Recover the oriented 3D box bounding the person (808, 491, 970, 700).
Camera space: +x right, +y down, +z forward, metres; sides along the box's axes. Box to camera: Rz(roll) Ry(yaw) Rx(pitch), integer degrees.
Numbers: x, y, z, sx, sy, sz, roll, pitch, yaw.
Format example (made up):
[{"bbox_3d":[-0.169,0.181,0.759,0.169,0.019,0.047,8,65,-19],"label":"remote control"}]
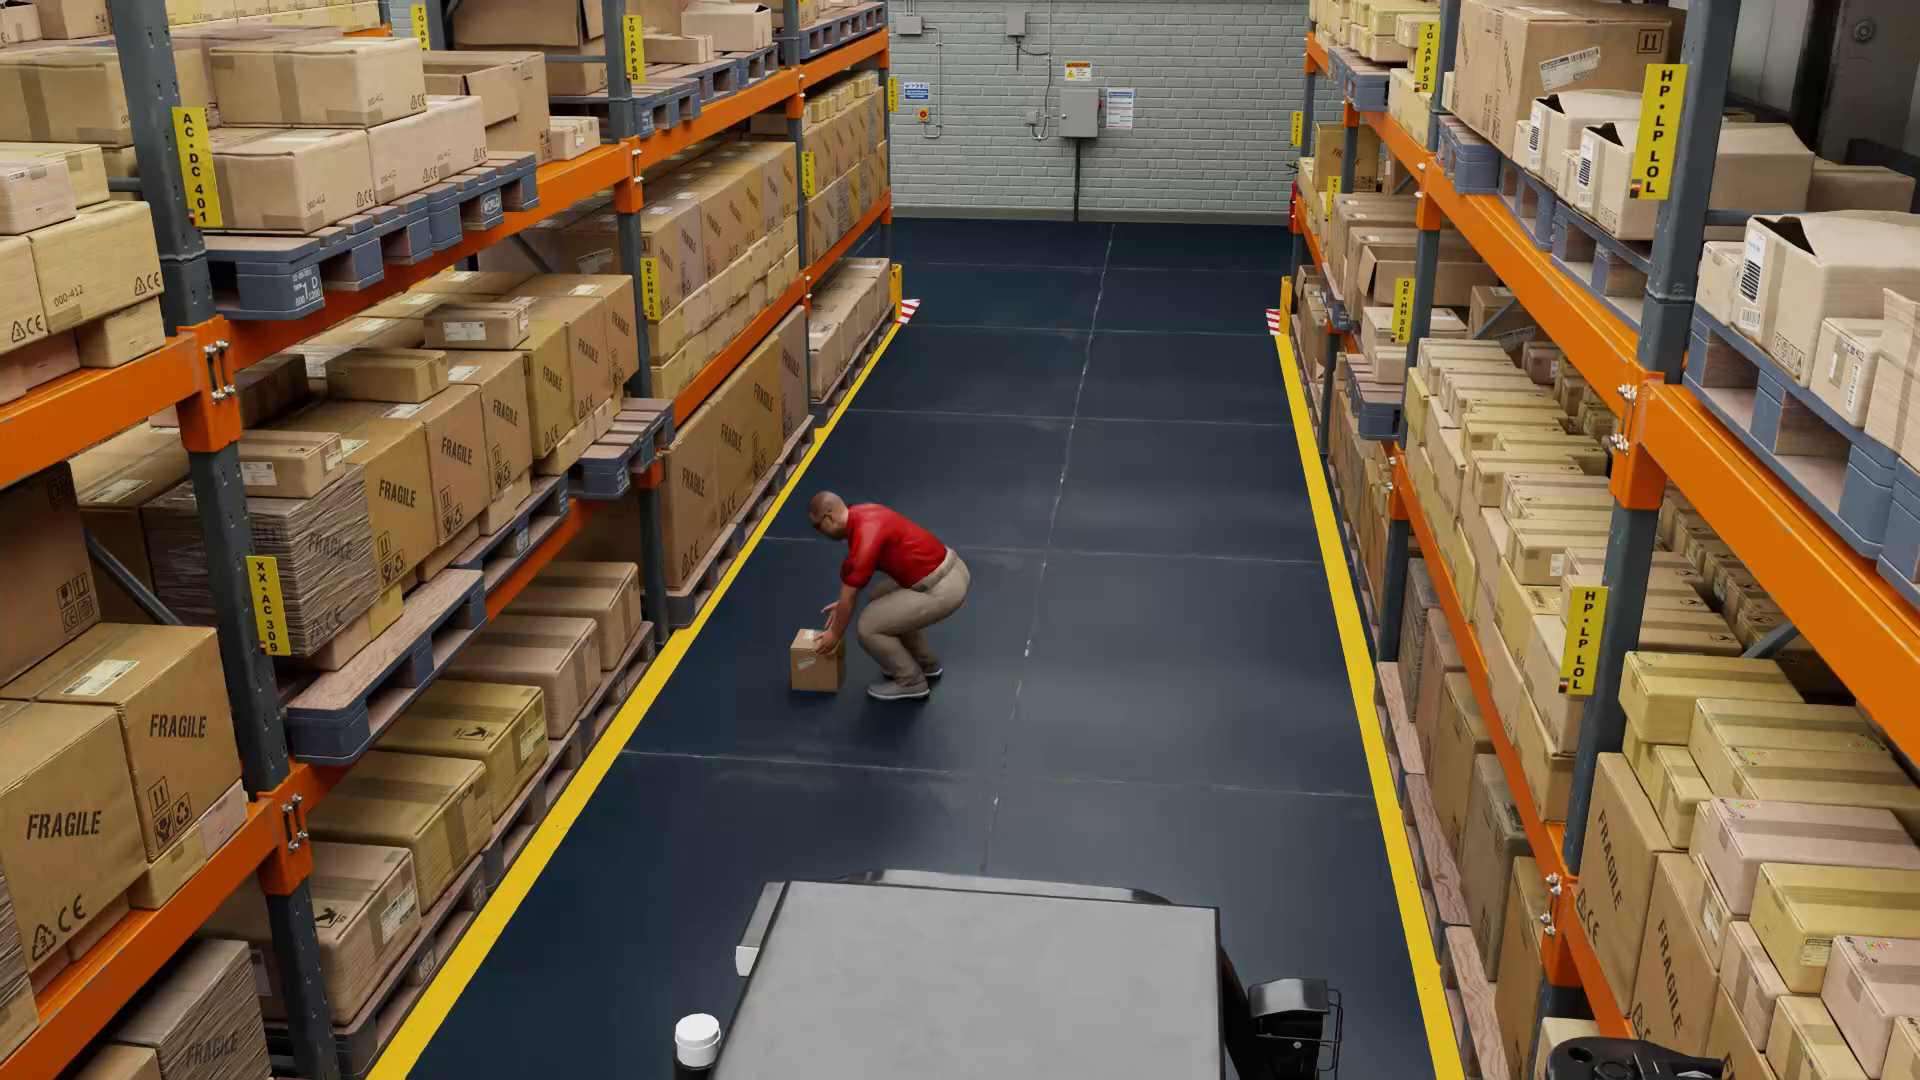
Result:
[{"bbox_3d":[-0.372,0.277,8.749,0.830,1.114,0.576,2,21,6],"label":"person"}]
